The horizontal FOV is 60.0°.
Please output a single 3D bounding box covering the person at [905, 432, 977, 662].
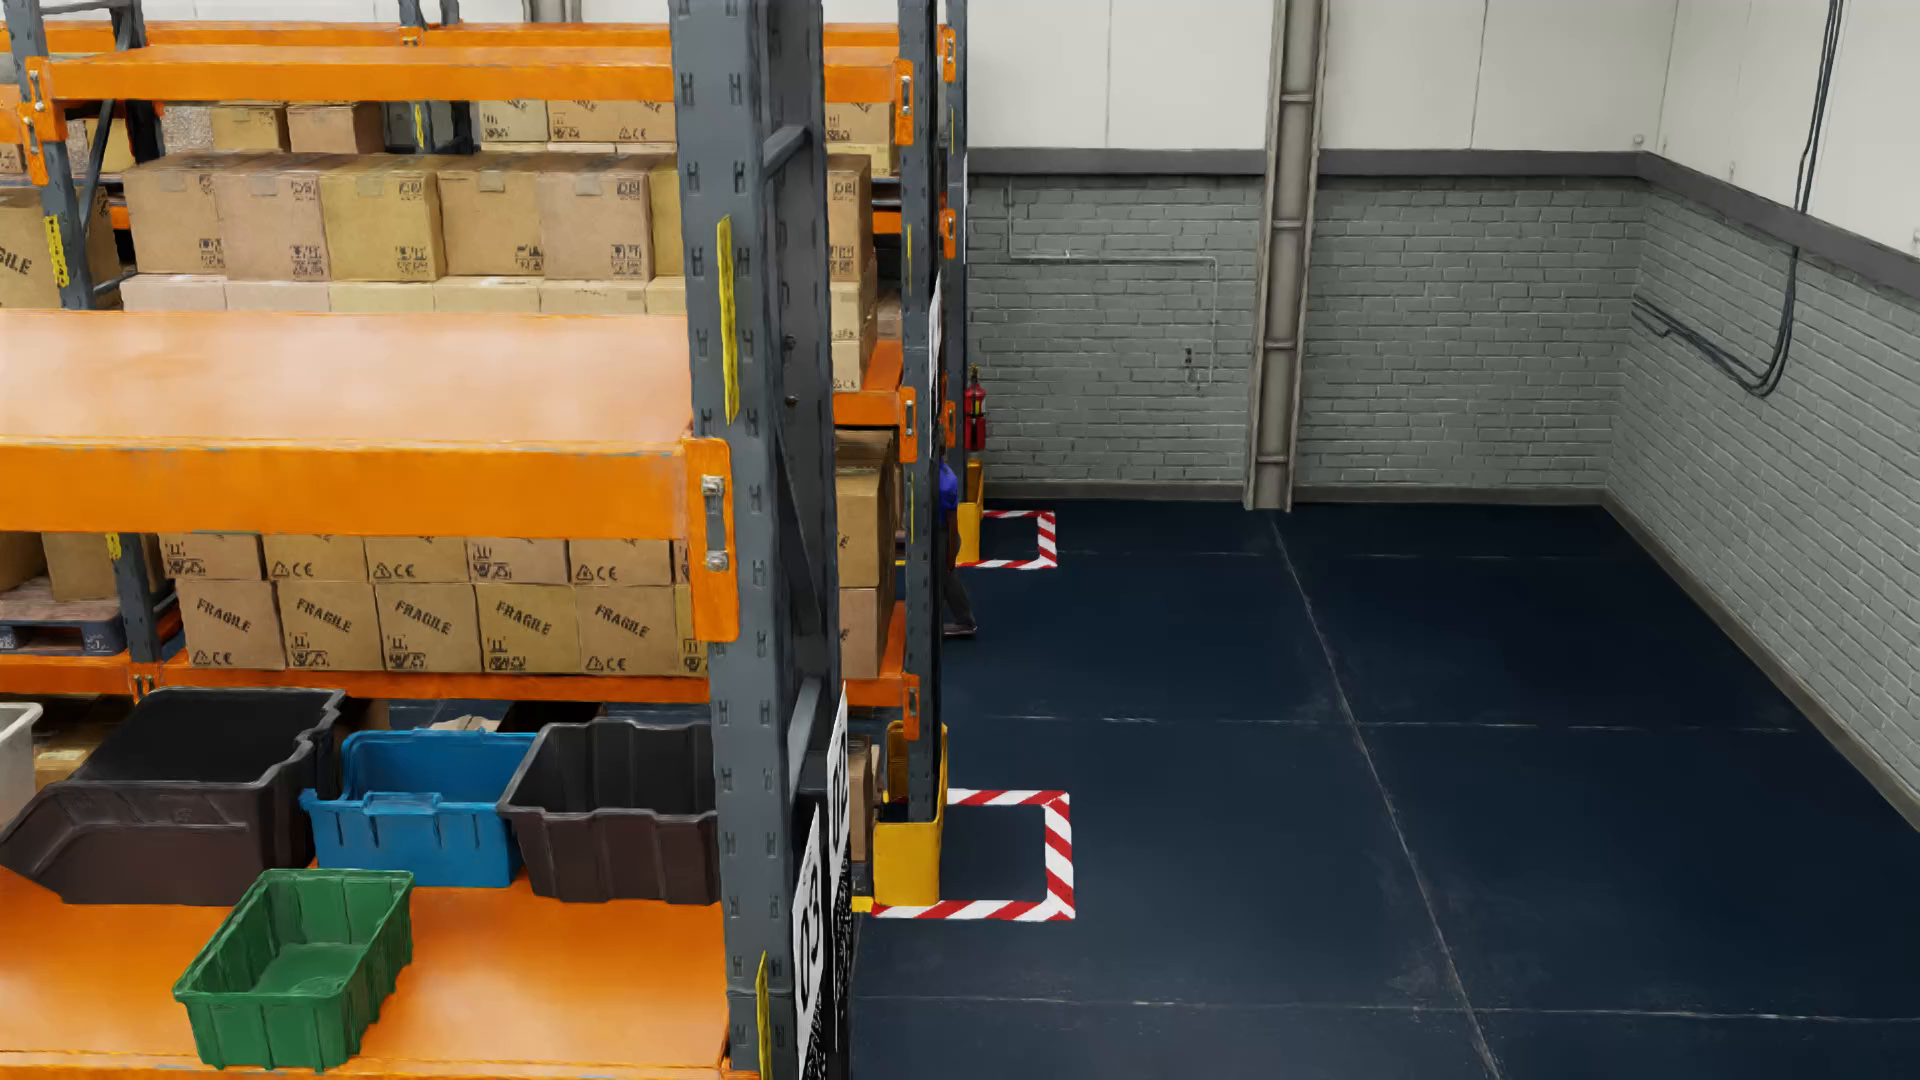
[{"bbox_3d":[-0.138,0.004,11.580,0.650,1.654,0.469,-10,23,-24],"label":"person"}]
